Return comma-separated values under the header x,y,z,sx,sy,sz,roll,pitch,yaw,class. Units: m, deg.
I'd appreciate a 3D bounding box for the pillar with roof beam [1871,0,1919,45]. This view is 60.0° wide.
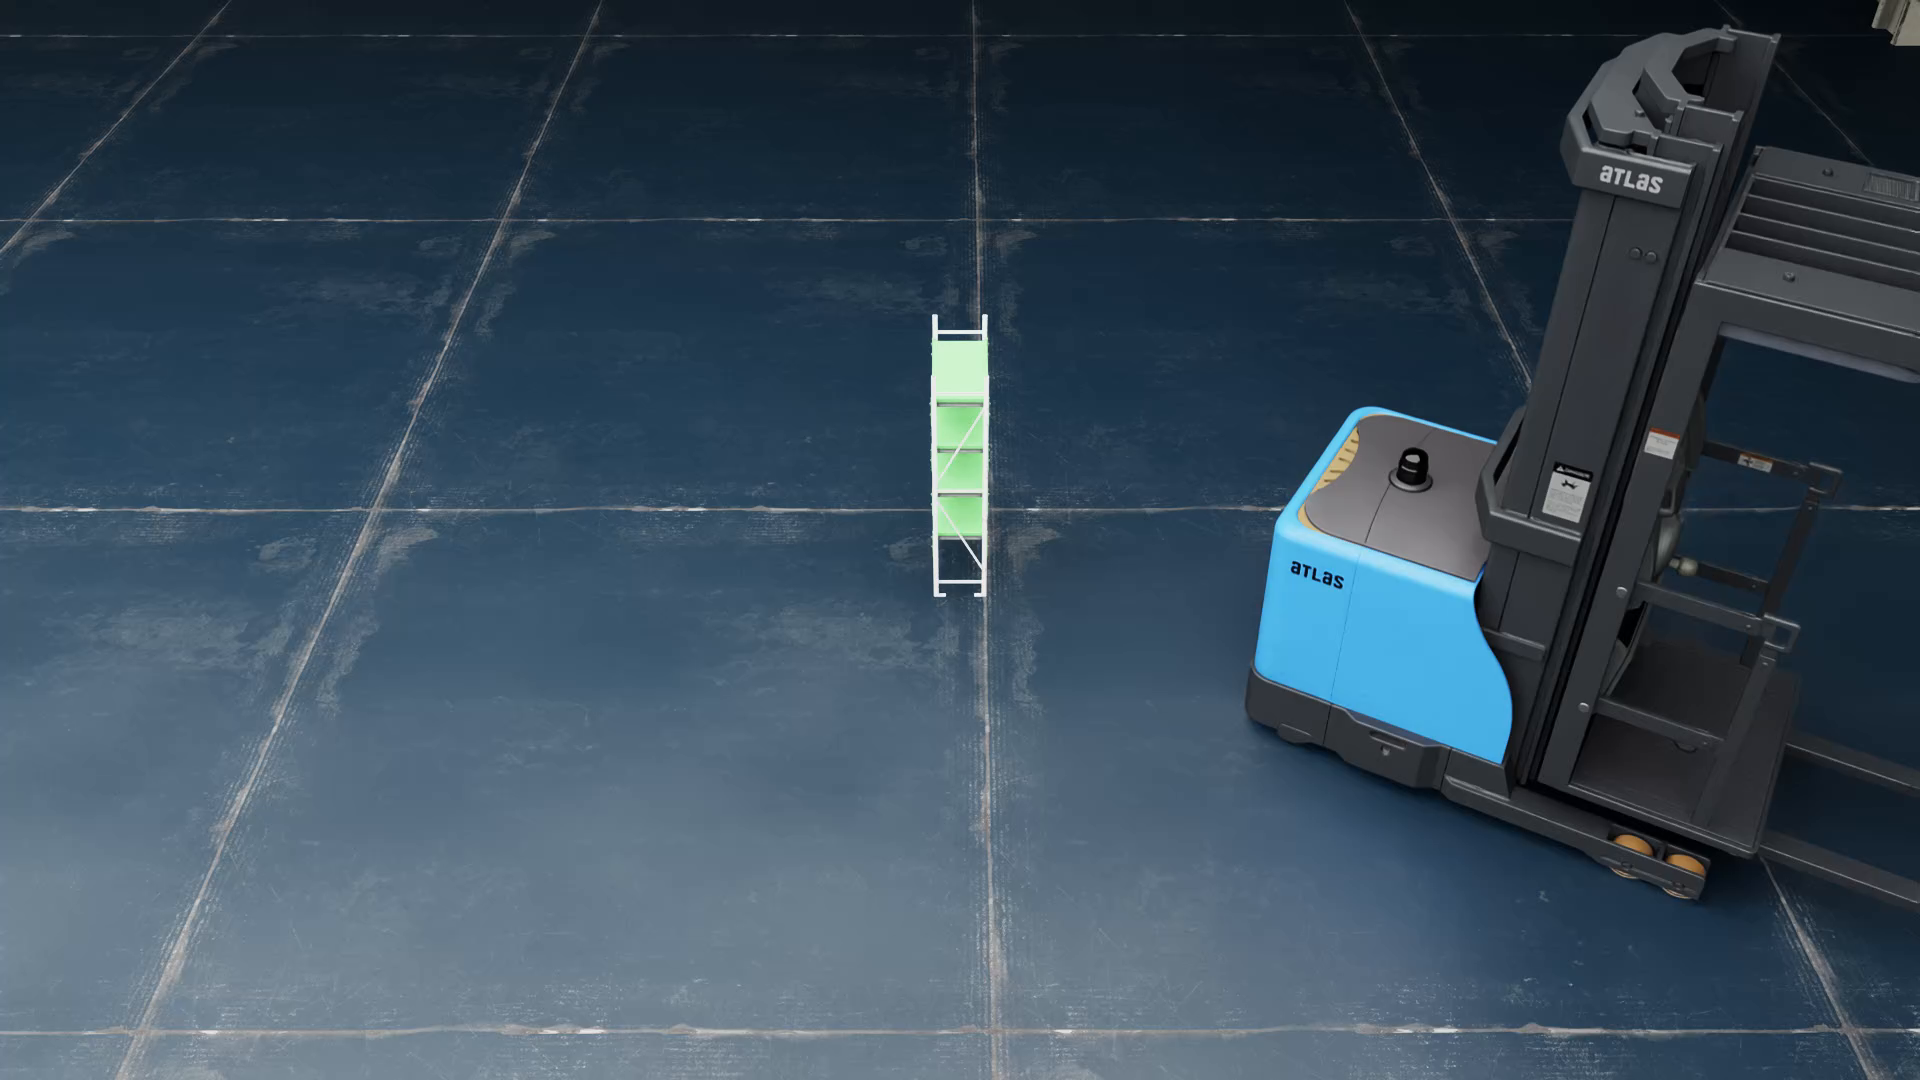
x,y,z,sx,sy,sz,roll,pitch,yaw,class
2.985,-7.415,10.053,9.100,9.000,0.400,0,39,0,pillar with roof beam

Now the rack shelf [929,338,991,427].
x,y,z,sx,sy,sz,roll,pitch,yaw,class
0.000,-0.689,7.231,0.258,0.148,0.480,0,39,0,rack shelf

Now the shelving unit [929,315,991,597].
x,y,z,sx,sy,sz,roll,pitch,yaw,class
0.000,-0.365,7.491,0.258,1.200,0.503,0,39,0,shelving unit

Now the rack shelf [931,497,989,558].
x,y,z,sx,sy,sz,roll,pitch,yaw,class
0.000,-0.128,7.681,0.258,0.148,0.480,0,39,0,rack shelf

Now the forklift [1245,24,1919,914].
x,y,z,sx,sy,sz,roll,pitch,yaw,class
2.735,-0.170,5.863,3.031,2.935,1.130,20,43,23,forklift

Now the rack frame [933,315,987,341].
x,y,z,sx,sy,sz,roll,pitch,yaw,class
0.000,-0.517,7.682,0.240,1.200,0.015,0,39,0,rack frame

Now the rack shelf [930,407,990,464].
x,y,z,sx,sy,sz,roll,pitch,yaw,class
0.000,-0.502,7.381,0.258,0.148,0.480,0,39,0,rack shelf

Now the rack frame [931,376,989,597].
x,y,z,sx,sy,sz,roll,pitch,yaw,class
0.000,-0.212,7.301,0.240,1.200,0.015,0,39,0,rack frame

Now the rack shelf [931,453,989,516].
x,y,z,sx,sy,sz,roll,pitch,yaw,class
0.000,-0.315,7.531,0.258,0.148,0.480,0,39,0,rack shelf
